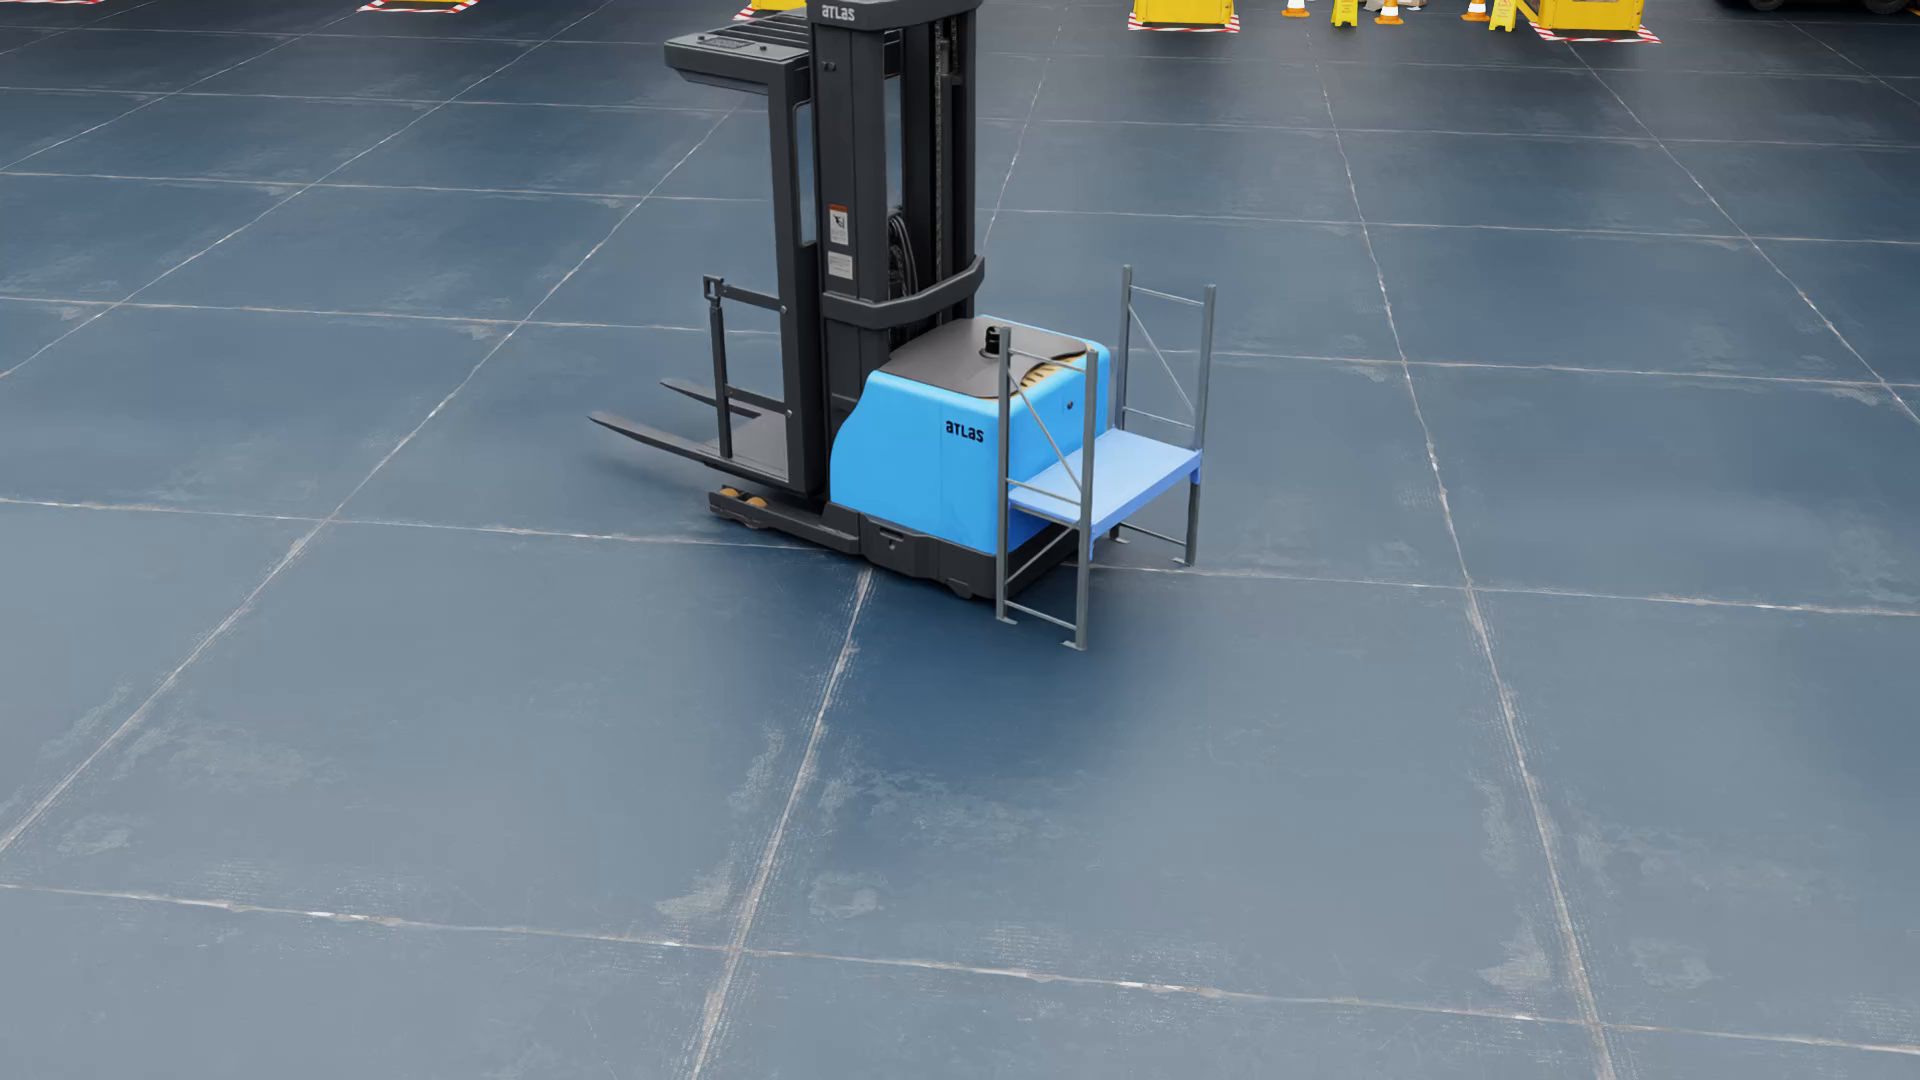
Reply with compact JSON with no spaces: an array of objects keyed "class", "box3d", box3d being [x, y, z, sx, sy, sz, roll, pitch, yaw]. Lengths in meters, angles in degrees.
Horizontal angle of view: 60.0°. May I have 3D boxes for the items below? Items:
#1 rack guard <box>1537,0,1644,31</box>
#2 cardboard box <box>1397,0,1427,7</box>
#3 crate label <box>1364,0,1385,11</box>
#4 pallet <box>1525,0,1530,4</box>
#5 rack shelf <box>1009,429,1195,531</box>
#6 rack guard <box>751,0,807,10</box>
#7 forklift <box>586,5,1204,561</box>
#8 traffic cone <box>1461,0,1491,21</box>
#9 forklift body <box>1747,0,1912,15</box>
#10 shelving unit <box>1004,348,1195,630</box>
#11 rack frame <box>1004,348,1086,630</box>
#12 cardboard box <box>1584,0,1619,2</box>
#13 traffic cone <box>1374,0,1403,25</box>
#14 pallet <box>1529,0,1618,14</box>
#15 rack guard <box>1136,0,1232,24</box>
[{"class":"rack guard","box3d":[7.733,-6.545,20.371,1.175,0.500,0.348,3,28,6]},{"class":"cardboard box","box3d":[5.880,-7.088,21.751,0.380,0.149,0.250,20,34,32]},{"class":"crate label","box3d":[5.388,-6.905,21.422,0.250,0.136,0.298,-11,30,-20]},{"class":"pallet","box3d":[8.020,-7.371,22.209,1.003,0.211,1.213,3,28,6]},{"class":"rack shelf","box3d":[0.688,-0.290,7.984,0.459,0.062,0.952,20,34,32]},{"class":"rack guard","box3d":[-2.102,-7.121,21.440,1.175,0.500,0.348,3,28,6]},{"class":"forklift","box3d":[-3.242,-5.301,14.796,16.613,3.598,10.237,18,33,30]},{"class":"traffic cone","box3d":[6.496,-6.770,20.828,0.336,0.463,0.334,3,28,6]},{"class":"forklift body","box3d":[-2.093,-9.788,24.650,29.396,2.155,5.688,3,28,6]},{"class":"shelving unit","box3d":[0.678,-0.398,7.907,0.475,1.308,0.991,20,34,32]},{"class":"rack frame","box3d":[0.384,-0.212,7.563,0.475,1.308,0.013,20,34,32]},{"class":"cardboard box","box3d":[8.097,-6.947,20.939,0.507,0.250,0.507,4,29,6]},{"class":"traffic cone","box3d":[5.353,-6.674,20.651,0.336,0.463,0.334,3,28,6]},{"class":"pallet","box3d":[7.868,-6.798,21.146,1.003,0.211,1.213,3,28,6]},{"class":"rack guard","box3d":[2.796,-6.738,20.729,1.175,0.500,0.348,3,28,6]}]
